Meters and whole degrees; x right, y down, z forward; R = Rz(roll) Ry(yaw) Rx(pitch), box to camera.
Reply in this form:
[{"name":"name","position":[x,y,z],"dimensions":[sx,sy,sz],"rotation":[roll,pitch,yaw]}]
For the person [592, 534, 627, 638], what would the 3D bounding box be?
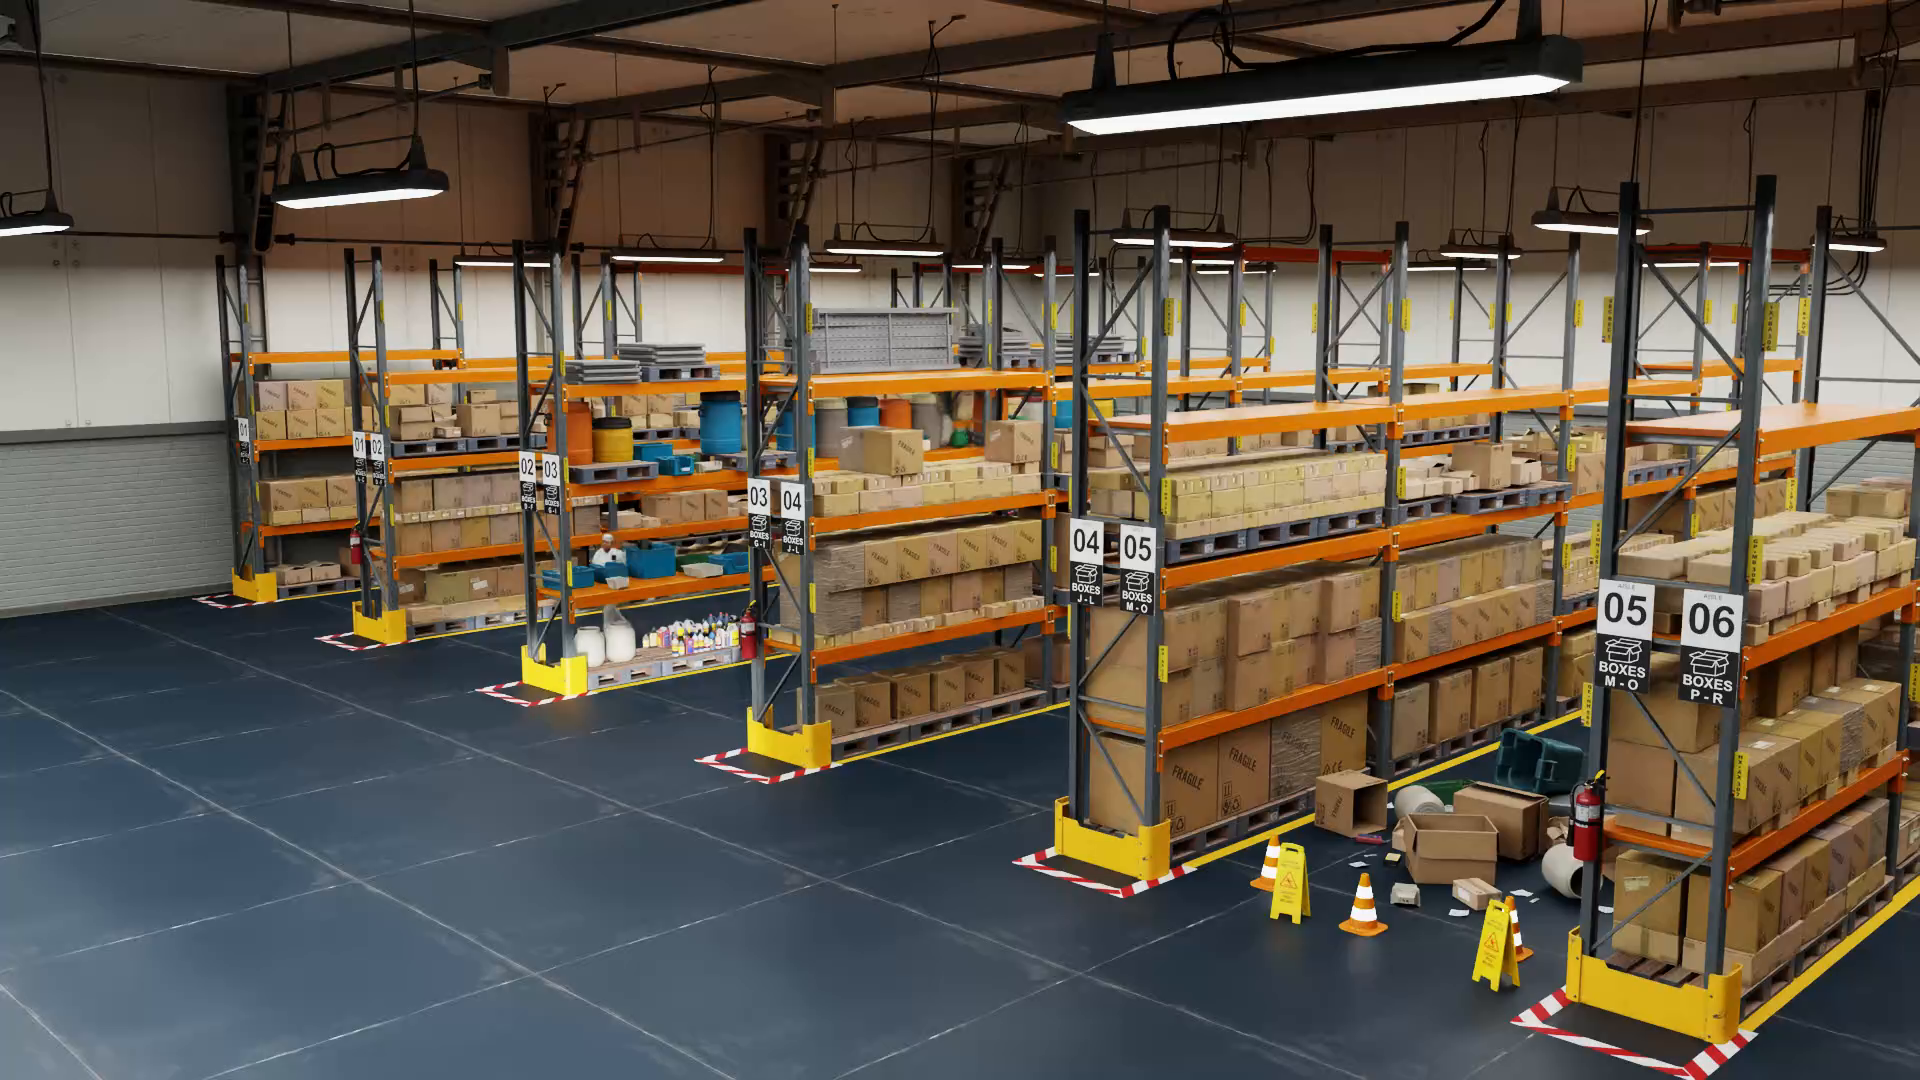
[{"name":"person","position":[-5.391,0.735,25.553],"dimensions":[0.586,1.701,0.864],"rotation":[3,9,22]}]
